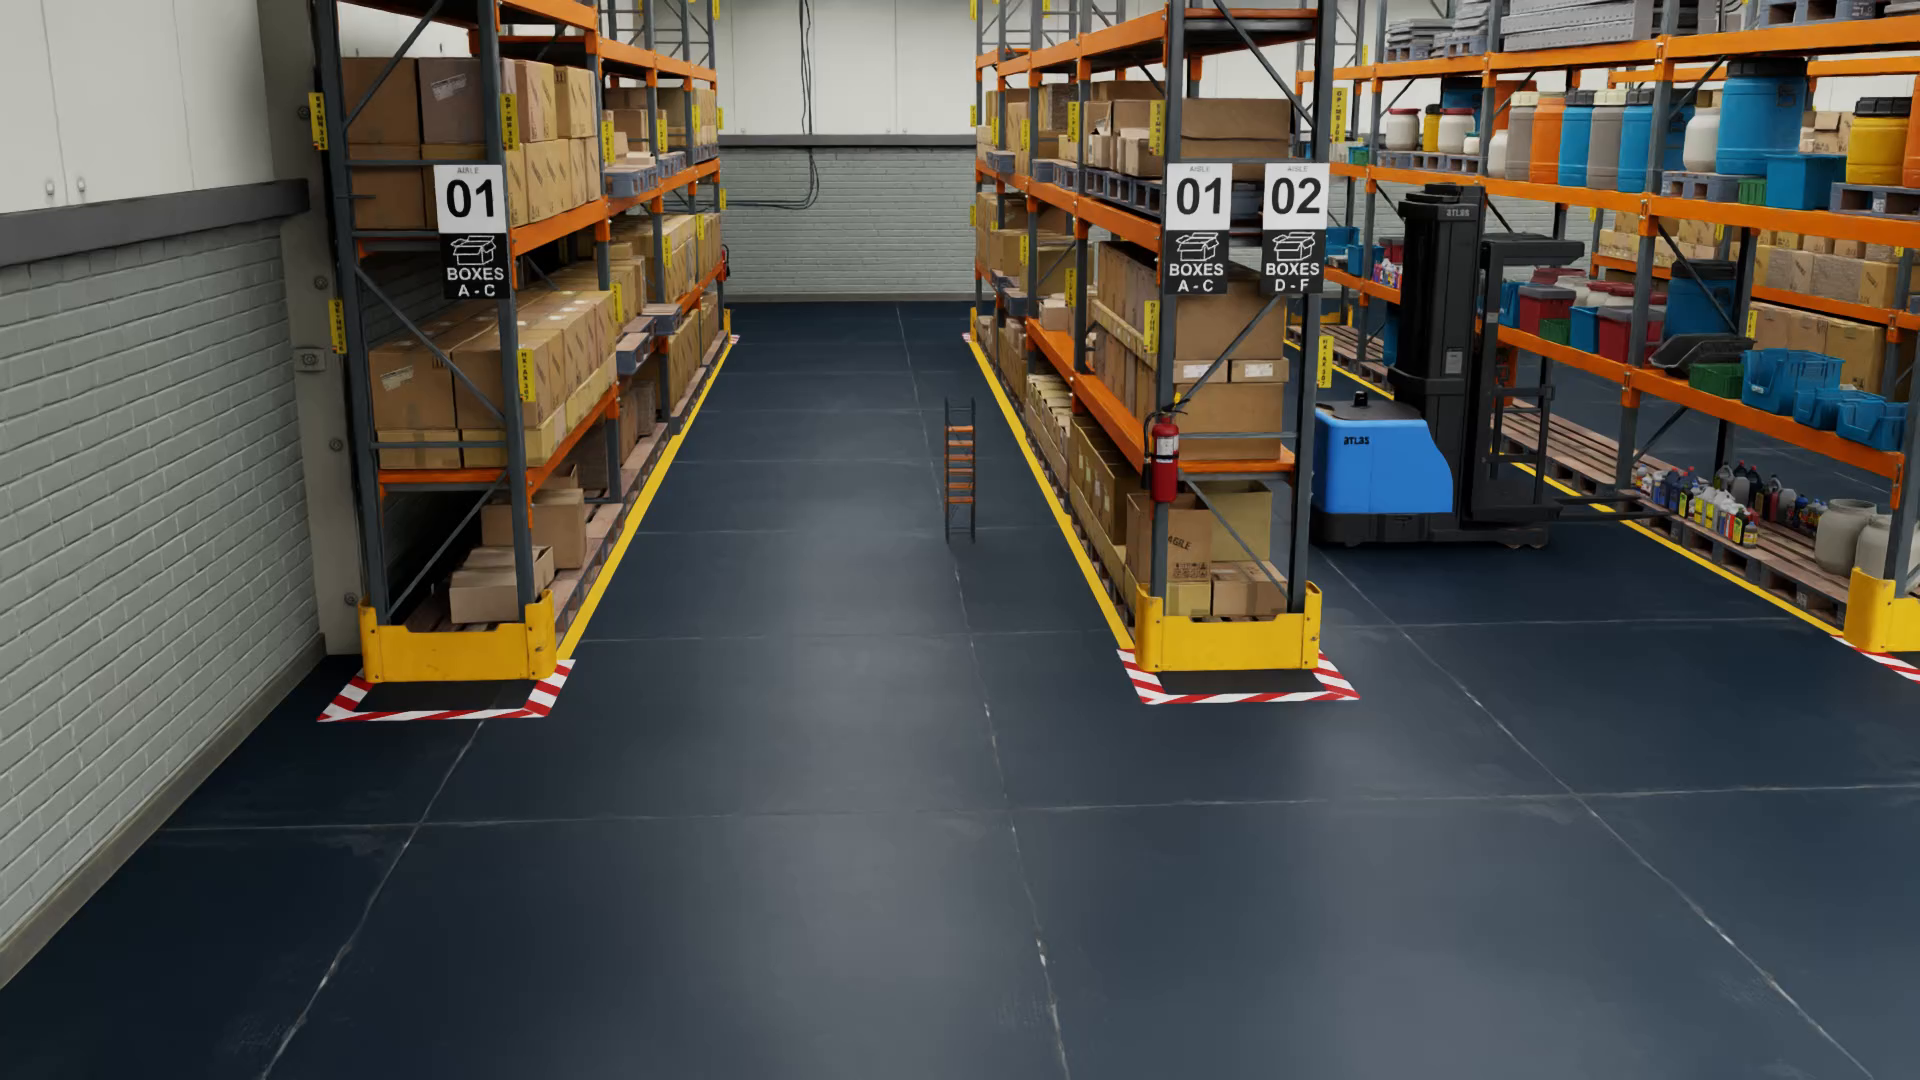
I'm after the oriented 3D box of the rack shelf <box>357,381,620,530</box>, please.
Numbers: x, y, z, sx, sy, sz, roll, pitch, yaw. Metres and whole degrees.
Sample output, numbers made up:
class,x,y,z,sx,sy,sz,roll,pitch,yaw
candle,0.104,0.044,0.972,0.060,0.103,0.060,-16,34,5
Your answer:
class,x,y,z,sx,sy,sz,roll,pitch,yaw
rack shelf,-3.327,-0.730,12.287,1.077,0.370,4.000,-1,14,-3

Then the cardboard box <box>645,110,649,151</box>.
class,x,y,z,sx,sy,sz,roll,pitch,yaw
cardboard box,-3.892,-4.673,19.066,0.700,0.500,0.500,0,14,-1

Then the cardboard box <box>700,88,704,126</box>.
class,x,y,z,sx,sy,sz,roll,pitch,yaw
cardboard box,-3.748,-5.870,22.553,0.500,0.500,0.500,-1,14,-5

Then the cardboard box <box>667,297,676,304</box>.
class,x,y,z,sx,sy,sz,roll,pitch,yaw
cardboard box,-3.426,-2.674,18.864,0.380,0.149,0.250,0,14,-2

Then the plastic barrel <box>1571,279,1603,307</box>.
class,x,y,z,sx,sy,sz,roll,pitch,yaw
plastic barrel,6.493,-2.420,17.189,0.421,0.512,0.421,0,14,0

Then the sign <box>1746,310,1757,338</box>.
class,x,y,z,sx,sy,sz,roll,pitch,yaw
sign,6.987,-1.869,14.713,0.100,0.325,0.005,-1,14,-3

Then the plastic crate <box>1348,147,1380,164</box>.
class,x,y,z,sx,sy,sz,roll,pitch,yaw
plastic crate,5.567,-5.311,22.966,0.416,0.233,0.300,-1,14,-3

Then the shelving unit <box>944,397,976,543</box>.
class,x,y,z,sx,sy,sz,roll,pitch,yaw
shelving unit,0.001,-0.577,13.863,0.258,1.200,0.189,-1,14,-3

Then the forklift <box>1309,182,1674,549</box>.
class,x,y,z,sx,sy,sz,roll,pitch,yaw
forklift,4.469,-1.481,13.900,3.031,2.935,1.130,-1,14,-3

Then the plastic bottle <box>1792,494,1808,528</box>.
class,x,y,z,sx,sy,sz,roll,pitch,yaw
plastic bottle,6.844,-0.242,13.539,0.097,0.271,0.097,0,14,0

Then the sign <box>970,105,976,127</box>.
class,x,y,z,sx,sy,sz,roll,pitch,yaw
sign,0.208,-6.505,25.516,0.100,0.325,0.005,-1,14,-3

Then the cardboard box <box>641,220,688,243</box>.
class,x,y,z,sx,sy,sz,roll,pitch,yaw
cardboard box,-3.608,-3.764,20.294,0.500,0.250,0.500,-1,14,-2

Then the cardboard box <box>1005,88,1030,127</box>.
class,x,y,z,sx,sy,sz,roll,pitch,yaw
cardboard box,0.930,-5.748,22.121,0.700,0.500,0.500,-1,14,-3

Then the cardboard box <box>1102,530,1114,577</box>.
class,x,y,z,sx,sy,sz,roll,pitch,yaw
cardboard box,1.337,0.093,12.322,0.500,0.250,0.500,-1,14,-3

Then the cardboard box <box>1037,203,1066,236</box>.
class,x,y,z,sx,sy,sz,roll,pitch,yaw
cardboard box,1.249,-4.297,22.500,0.500,0.500,0.500,-1,14,-2

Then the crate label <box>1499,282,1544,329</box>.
class,x,y,z,sx,sy,sz,roll,pitch,yaw
crate label,5.981,-2.489,17.611,0.502,0.435,0.616,-1,14,-3

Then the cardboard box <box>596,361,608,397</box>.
class,x,y,z,sx,sy,sz,roll,pitch,yaw
cardboard box,-3.096,-1.276,13.225,0.500,0.250,0.500,-1,14,-3

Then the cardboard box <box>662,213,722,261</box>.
class,x,y,z,sx,sy,sz,roll,pitch,yaw
cardboard box,-4.152,-4.579,25.200,0.980,0.700,0.700,0,14,-1

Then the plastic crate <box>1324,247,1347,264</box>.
class,x,y,z,sx,sy,sz,roll,pitch,yaw
plastic crate,5.481,-4.193,24.517,0.416,0.233,0.300,-1,14,-3

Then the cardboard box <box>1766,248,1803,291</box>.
class,x,y,z,sx,sy,sz,roll,pitch,yaw
cardboard box,10.727,-3.475,21.314,0.500,0.500,0.500,-1,14,-5

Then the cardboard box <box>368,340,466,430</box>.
class,x,y,z,sx,sy,sz,roll,pitch,yaw
cardboard box,-3.444,-0.995,10.630,0.500,0.500,0.500,-1,14,-4

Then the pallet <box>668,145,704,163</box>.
class,x,y,z,sx,sy,sz,roll,pitch,yaw
pallet,-3.986,-5.179,22.292,1.003,0.211,1.213,-1,14,-3

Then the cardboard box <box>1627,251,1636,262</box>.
class,x,y,z,sx,sy,sz,roll,pitch,yaw
cardboard box,10.396,-4.319,25.297,0.380,0.149,0.250,-1,14,-5

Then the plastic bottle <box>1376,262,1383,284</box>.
class,x,y,z,sx,sy,sz,roll,pitch,yaw
plastic bottle,5.547,-3.531,21.964,0.061,0.283,0.133,-1,14,-3

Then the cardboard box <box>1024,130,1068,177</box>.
class,x,y,z,sx,sy,sz,roll,pitch,yaw
cardboard box,1.185,-4.257,18.332,0.910,0.500,0.500,-1,14,-3

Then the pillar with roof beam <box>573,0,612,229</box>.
class,x,y,z,sx,sy,sz,roll,pitch,yaw
pillar with roof beam,-0.556,-6.698,21.999,9.100,9.000,0.400,-1,14,-3

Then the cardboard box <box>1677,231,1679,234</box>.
class,x,y,z,sx,sy,sz,roll,pitch,yaw
cardboard box,10.963,-4.618,25.661,0.500,0.250,0.500,-1,14,-4

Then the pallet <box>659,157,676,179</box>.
class,x,y,z,sx,sy,sz,roll,pitch,yaw
pallet,-3.791,-4.091,18.266,1.213,0.211,1.003,0,14,-1

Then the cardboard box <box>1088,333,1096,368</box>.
class,x,y,z,sx,sy,sz,roll,pitch,yaw
cardboard box,1.419,-1.702,14.924,0.500,0.250,0.500,0,14,0

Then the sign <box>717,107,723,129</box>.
class,x,y,z,sx,sy,sz,roll,pitch,yaw
sign,-3.651,-6.408,25.275,0.100,0.325,0.005,-1,14,-3

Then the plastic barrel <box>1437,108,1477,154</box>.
class,x,y,z,sx,sy,sz,roll,pitch,yaw
plastic barrel,5.929,-4.884,19.853,0.433,0.535,0.433,0,14,0

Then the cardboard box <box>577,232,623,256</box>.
class,x,y,z,sx,sy,sz,roll,pitch,yaw
cardboard box,-3.985,-3.245,18.275,0.500,0.250,0.500,0,14,-2

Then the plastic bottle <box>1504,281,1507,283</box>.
class,x,y,z,sx,sy,sz,roll,pitch,yaw
plastic bottle,6.416,-2.917,19.603,0.097,0.271,0.097,0,14,0

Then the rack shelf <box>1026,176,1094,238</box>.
class,x,y,z,sx,sy,sz,roll,pitch,yaw
rack shelf,1.370,-3.255,16.081,1.077,0.370,4.000,-1,14,-3

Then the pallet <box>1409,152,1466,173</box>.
class,x,y,z,sx,sy,sz,roll,pitch,yaw
pallet,6.161,-4.604,20.260,1.003,0.211,1.213,-1,14,-3

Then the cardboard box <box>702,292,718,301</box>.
class,x,y,z,sx,sy,sz,roll,pitch,yaw
cardboard box,-3.861,-3.665,25.125,0.380,0.149,0.250,-1,14,-4

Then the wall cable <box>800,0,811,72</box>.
class,x,y,z,sx,sy,sz,roll,pitch,yaw
wall cable,-1.488,-9.862,30.391,3.097,2.526,0.112,-1,14,-3

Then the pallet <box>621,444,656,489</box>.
class,x,y,z,sx,sy,sz,roll,pitch,yaw
pallet,-3.579,-0.723,16.413,1.003,0.211,1.213,-1,14,-3

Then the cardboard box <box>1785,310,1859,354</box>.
class,x,y,z,sx,sy,sz,roll,pitch,yaw
cardboard box,11.064,-2.368,20.632,1.225,0.875,0.875,-1,14,-3

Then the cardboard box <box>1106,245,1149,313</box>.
class,x,y,z,sx,sy,sz,roll,pitch,yaw
cardboard box,1.560,-2.094,13.341,0.700,0.500,0.500,-1,14,-4

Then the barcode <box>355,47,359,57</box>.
class,x,y,z,sx,sy,sz,roll,pitch,yaw
barcode,-3.746,-3.026,10.335,0.001,0.075,0.075,-1,14,-3

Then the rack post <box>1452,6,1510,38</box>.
class,x,y,z,sx,sy,sz,roll,pitch,yaw
rack post,6.104,-5.772,18.552,0.954,0.300,0.937,-1,14,-3

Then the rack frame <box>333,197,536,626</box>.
class,x,y,z,sx,sy,sz,roll,pitch,yaw
rack frame,-3.203,-0.581,10.265,1.000,3.000,0.127,-1,14,-3

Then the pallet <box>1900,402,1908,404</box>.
class,x,y,z,sx,sy,sz,roll,pitch,yaw
pallet,11.160,-1.647,20.003,1.003,0.211,1.213,-1,14,-3

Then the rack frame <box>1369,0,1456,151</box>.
class,x,y,z,sx,sy,sz,roll,pitch,yaw
rack frame,5.942,-6.624,21.711,1.000,3.000,0.127,-1,14,-3

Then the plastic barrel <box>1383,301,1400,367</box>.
class,x,y,z,sx,sy,sz,roll,pitch,yaw
plastic barrel,5.959,-2.770,22.140,0.600,0.901,0.708,-1,14,-3

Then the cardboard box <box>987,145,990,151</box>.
class,x,y,z,sx,sy,sz,roll,pitch,yaw
cardboard box,0.642,-5.388,23.230,0.500,0.250,0.500,-1,14,-3

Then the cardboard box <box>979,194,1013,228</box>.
class,x,y,z,sx,sy,sz,roll,pitch,yaw
cardboard box,0.554,-4.926,24.944,0.500,0.500,0.500,-1,14,-3

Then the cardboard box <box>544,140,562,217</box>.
class,x,y,z,sx,sy,sz,roll,pitch,yaw
cardboard box,-3.008,-2.442,11.237,0.500,0.500,0.500,0,14,-1

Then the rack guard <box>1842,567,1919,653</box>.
class,x,y,z,sx,sy,sz,roll,pitch,yaw
rack guard,6.634,0.458,11.241,1.175,0.500,0.348,-1,14,-3

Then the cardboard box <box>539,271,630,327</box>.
class,x,y,z,sx,sy,sz,roll,pitch,yaw
cardboard box,-3.547,-2.267,15.733,0.700,0.500,0.500,1,14,4

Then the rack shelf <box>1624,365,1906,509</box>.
class,x,y,z,sx,sy,sz,roll,pitch,yaw
rack shelf,6.561,-0.883,12.882,1.077,0.370,4.000,-1,14,-3

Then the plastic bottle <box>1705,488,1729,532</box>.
class,x,y,z,sx,sy,sz,roll,pitch,yaw
plastic bottle,6.123,-0.253,13.422,0.144,0.351,0.185,0,14,-1

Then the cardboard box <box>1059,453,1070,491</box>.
class,x,y,z,sx,sy,sz,roll,pitch,yaw
cardboard box,1.178,-0.624,15.106,0.500,0.250,0.500,-1,14,-4

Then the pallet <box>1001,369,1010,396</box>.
class,x,y,z,sx,sy,sz,roll,pitch,yaw
pallet,1.086,-2.091,21.728,1.003,0.211,1.213,-1,14,-3

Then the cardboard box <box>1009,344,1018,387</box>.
class,x,y,z,sx,sy,sz,roll,pitch,yaw
cardboard box,0.883,-2.139,20.452,0.500,0.500,0.500,-1,14,-6

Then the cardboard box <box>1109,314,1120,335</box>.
class,x,y,z,sx,sy,sz,roll,pitch,yaw
cardboard box,1.381,-1.692,13.080,0.380,0.149,0.250,-1,14,-5

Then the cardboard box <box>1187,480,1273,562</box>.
class,x,y,z,sx,sy,sz,roll,pitch,yaw
cardboard box,1.897,-0.154,11.777,0.500,0.500,0.500,-1,14,-3
